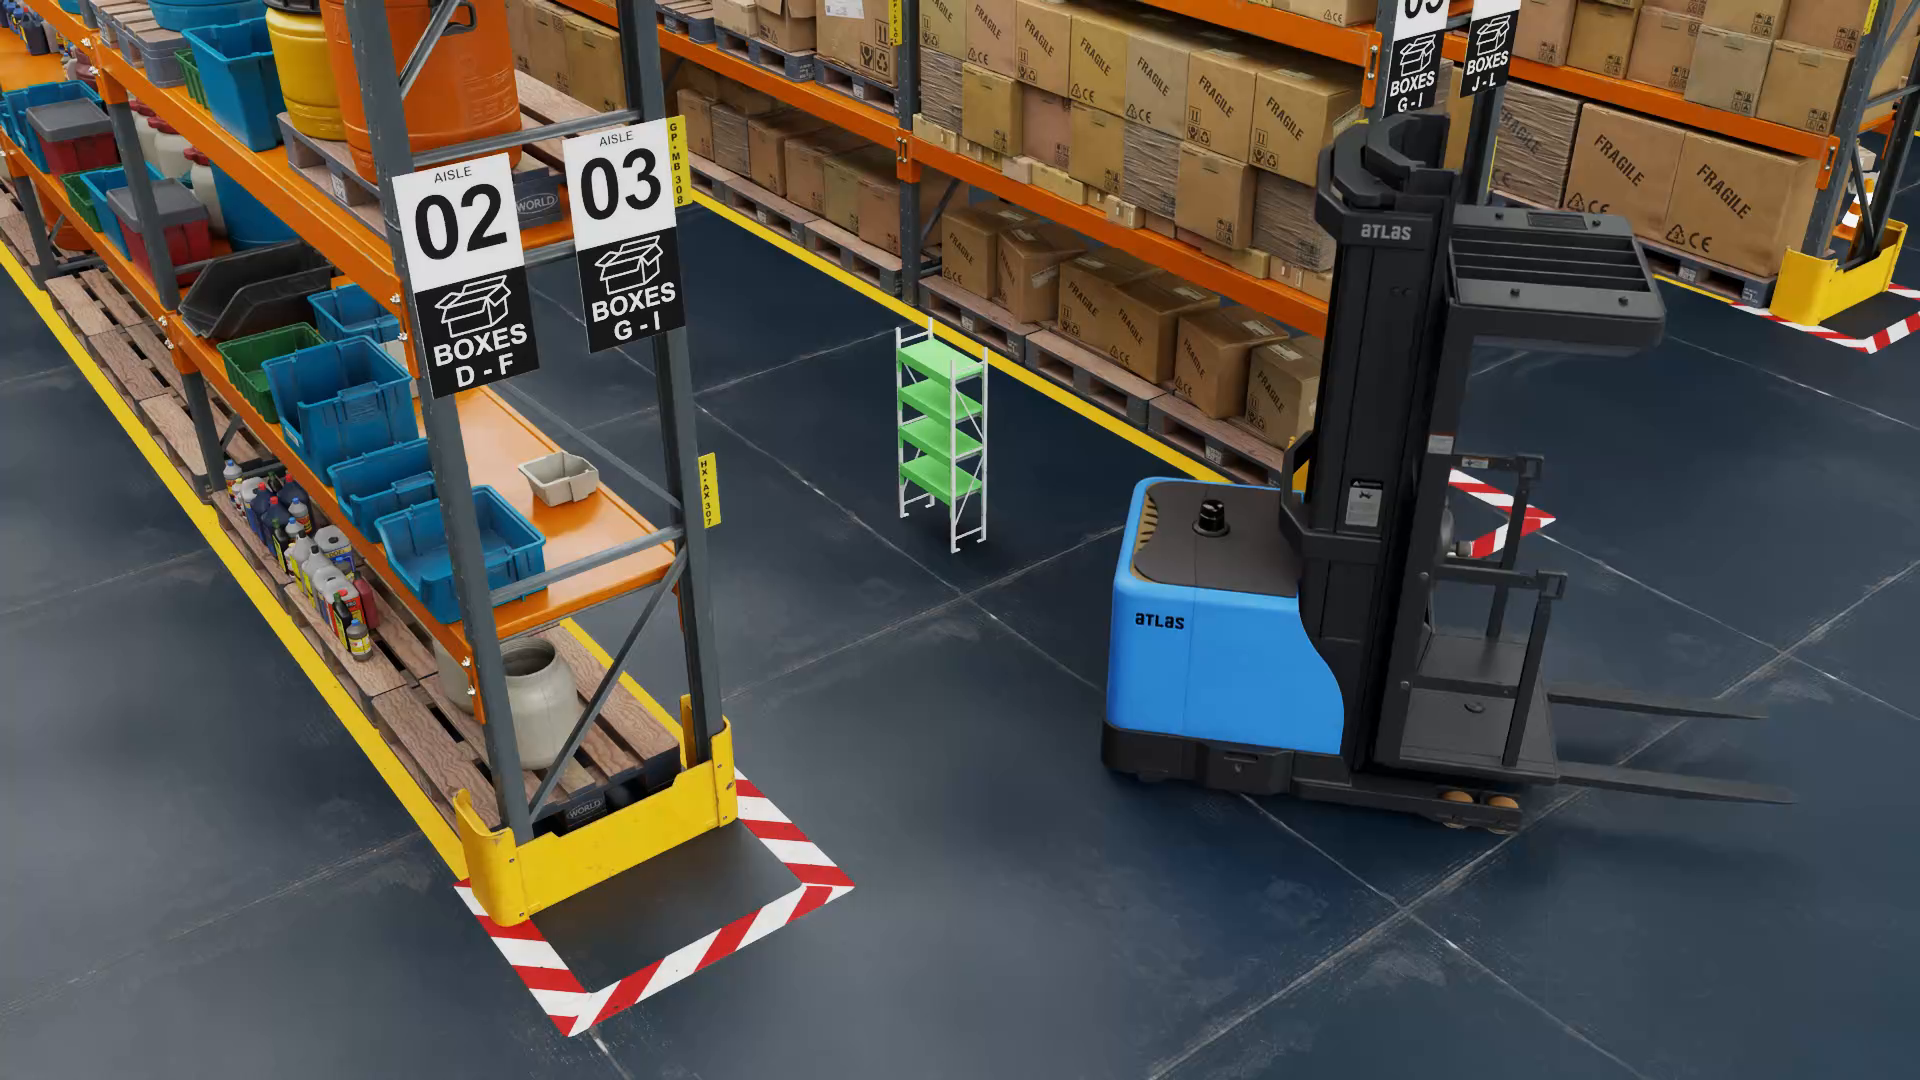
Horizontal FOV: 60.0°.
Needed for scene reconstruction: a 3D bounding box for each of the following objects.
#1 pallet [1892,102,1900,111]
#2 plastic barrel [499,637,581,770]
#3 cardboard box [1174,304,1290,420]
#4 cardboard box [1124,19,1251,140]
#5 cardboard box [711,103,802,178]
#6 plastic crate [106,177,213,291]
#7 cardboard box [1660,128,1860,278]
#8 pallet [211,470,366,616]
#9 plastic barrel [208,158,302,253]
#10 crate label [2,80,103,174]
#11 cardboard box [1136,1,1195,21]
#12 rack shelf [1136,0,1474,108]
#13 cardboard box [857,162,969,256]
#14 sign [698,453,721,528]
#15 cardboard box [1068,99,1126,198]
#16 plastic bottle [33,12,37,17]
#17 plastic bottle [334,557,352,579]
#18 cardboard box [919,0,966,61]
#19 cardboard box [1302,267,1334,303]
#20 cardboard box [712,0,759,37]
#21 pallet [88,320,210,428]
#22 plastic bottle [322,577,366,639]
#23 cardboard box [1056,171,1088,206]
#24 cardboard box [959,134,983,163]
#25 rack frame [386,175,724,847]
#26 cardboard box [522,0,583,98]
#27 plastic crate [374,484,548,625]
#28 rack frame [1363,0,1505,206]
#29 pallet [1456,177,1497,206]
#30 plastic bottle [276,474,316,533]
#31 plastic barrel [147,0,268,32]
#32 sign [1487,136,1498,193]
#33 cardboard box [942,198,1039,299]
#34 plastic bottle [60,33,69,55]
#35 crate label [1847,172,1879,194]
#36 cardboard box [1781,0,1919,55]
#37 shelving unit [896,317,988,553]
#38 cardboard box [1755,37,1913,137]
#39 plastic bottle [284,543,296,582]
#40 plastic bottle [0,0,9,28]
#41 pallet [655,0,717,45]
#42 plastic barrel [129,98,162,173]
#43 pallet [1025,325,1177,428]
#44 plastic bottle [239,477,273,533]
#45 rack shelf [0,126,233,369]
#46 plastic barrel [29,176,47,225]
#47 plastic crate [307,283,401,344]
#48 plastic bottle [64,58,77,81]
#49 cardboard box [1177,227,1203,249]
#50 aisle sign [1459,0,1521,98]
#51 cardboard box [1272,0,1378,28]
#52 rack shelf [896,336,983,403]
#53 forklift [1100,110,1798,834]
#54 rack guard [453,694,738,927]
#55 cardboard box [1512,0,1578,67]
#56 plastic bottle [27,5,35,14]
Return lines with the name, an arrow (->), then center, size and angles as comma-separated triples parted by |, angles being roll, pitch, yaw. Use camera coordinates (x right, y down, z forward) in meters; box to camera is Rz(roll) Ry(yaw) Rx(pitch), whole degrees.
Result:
pallet -> 9.024, -4.414, 16.384 | 1.003, 0.211, 1.213 | -22, 38, -31
plastic barrel -> -1.920, 0.729, 7.420 | 0.421, 0.512, 0.421 | 0, 32, 0
cardboard box -> 1.694, -1.123, 10.413 | 0.500, 0.500, 0.500 | -12, 34, -19
cardboard box -> 1.309, -2.661, 9.594 | 0.500, 0.500, 0.500 | -22, 38, -31
cardboard box -> -1.672, -3.462, 14.160 | 0.700, 0.500, 0.500 | -26, 40, -35
plastic crate -> -4.447, -1.697, 9.306 | 0.402, 0.464, 0.583 | -22, 38, -31
cardboard box -> 5.969, -2.602, 12.440 | 0.875, 0.875, 0.875 | -22, 38, -31
pallet -> -3.530, -0.089, 9.421 | 1.003, 0.211, 1.213 | -22, 38, -31
plastic barrel -> -3.906, -2.039, 9.442 | 0.600, 0.901, 0.708 | -22, 38, -31
crate label -> -5.966, -2.748, 11.024 | 0.502, 0.435, 0.616 | -22, 38, -31
cardboard box -> 1.415, -3.039, 10.202 | 0.500, 0.500, 0.500 | -22, 38, -31
rack shelf -> 1.230, -3.305, 9.794 | 1.077, 0.370, 4.000 | -22, 38, -31
cardboard box -> -0.356, -2.558, 12.704 | 0.700, 0.500, 0.500 | -26, 40, -35
sign -> -1.018, -0.194, 6.684 | 0.100, 0.325, 0.005 | -22, 38, -31
cardboard box -> 1.170, -2.514, 10.304 | 0.875, 0.500, 0.500 | -22, 38, -31
plastic bottle -> -7.433, -4.157, 13.449 | 0.097, 0.271, 0.097 | 0, 32, 0
plastic bottle -> -3.182, 0.181, 8.577 | 0.097, 0.201, 0.097 | 0, 32, 0
cardboard box -> 0.079, -3.494, 10.934 | 0.500, 0.500, 0.500 | -22, 38, -31
cardboard box -> 2.119, -1.448, 9.203 | 0.380, 0.149, 0.250 | -22, 38, -31
cardboard box -> -1.603, -4.179, 13.106 | 0.500, 0.250, 0.500 | -23, 39, -33
pallet -> -5.173, -1.206, 11.219 | 1.003, 0.211, 1.213 | -22, 38, -31
plastic bottle -> -3.061, 0.332, 8.263 | 0.152, 0.276, 0.135 | -22, 38, -31
cardboard box -> 0.829, -2.255, 10.503 | 0.380, 0.149, 0.250 | -22, 38, -31
cardboard box -> 0.216, -2.672, 11.175 | 0.380, 0.149, 0.250 | -22, 38, -31
rack frame -> -1.456, 0.100, 6.473 | 1.000, 3.000, 0.127 | -22, 38, -31
cardboard box -> -3.396, -4.781, 15.947 | 1.225, 0.875, 0.875 | -22, 38, -31
plastic crate -> -1.999, 0.051, 6.692 | 0.499, 0.251, 0.616 | -22, 38, -31
rack frame -> 2.457, -1.503, 9.053 | 1.000, 3.000, 0.127 | -22, 38, -31
pallet -> 4.388, -3.206, 14.438 | 1.003, 0.211, 1.213 | -22, 38, -31
plastic bottle -> -3.627, -0.205, 9.057 | 0.144, 0.351, 0.185 | -22, 38, -31
plastic barrel -> -3.383, -2.783, 7.399 | 0.600, 0.901, 0.708 | -22, 38, -31
sign -> 2.885, -2.046, 9.108 | 0.100, 0.325, 0.005 | -22, 38, -31
cardboard box -> 0.218, -2.107, 11.997 | 0.500, 0.500, 0.500 | -24, 39, -33
plastic bottle -> -6.988, -3.907, 13.046 | 0.097, 0.271, 0.097 | 0, 32, 0
crate label -> 7.803, -3.061, 14.276 | 0.298, 0.136, 0.250 | 12, 34, 19
cardboard box -> 6.240, -3.755, 11.514 | 0.875, 0.550, 0.550 | -22, 38, -31
shelving unit -> -0.101, -0.579, 9.271 | 0.258, 1.200, 0.503 | -22, 38, -31
cardboard box -> 6.173, -3.269, 11.755 | 0.875, 0.550, 0.550 | -22, 38, -31
plastic bottle -> -3.470, 0.109, 8.693 | 0.097, 0.201, 0.097 | 0, 32, 0
plastic bottle -> -7.993, -4.480, 13.893 | 0.144, 0.351, 0.185 | -22, 38, -31
pallet -> -1.928, -4.493, 14.049 | 1.213, 0.211, 1.003 | -22, 38, -31
plastic barrel -> -5.037, -2.581, 10.660 | 0.433, 0.535, 0.433 | 0, 32, 0
pallet -> 1.196, -1.208, 11.222 | 1.003, 0.211, 1.213 | -22, 38, -31
plastic bottle -> -3.839, -0.197, 9.115 | 0.152, 0.276, 0.135 | -21, 37, -30
rack shelf -> -5.135, -2.095, 10.689 | 1.077, 0.370, 4.000 | -22, 38, -31
plastic barrel -> -7.092, -2.761, 13.039 | 0.421, 0.512, 0.421 | 0, 32, 0
plastic crate -> -3.015, -1.131, 8.595 | 0.499, 0.251, 0.616 | -22, 38, -31
plastic bottle -> -6.491, -3.417, 12.254 | 0.152, 0.276, 0.135 | -22, 38, -31
cardboard box -> 1.511, -1.867, 9.877 | 0.380, 0.149, 0.250 | -22, 38, -31
aisle sign -> 2.732, -2.678, 8.482 | 0.394, 0.787, 0.004 | -22, 38, -31
cardboard box -> 1.961, -2.832, 8.493 | 0.500, 0.250, 0.500 | -21, 38, -30
rack shelf -> -0.101, -0.932, 9.052 | 0.258, 0.148, 0.480 | -22, 38, -31
forklift -> 2.222, -0.247, 7.096 | 3.031, 2.935, 1.130 | 6, 32, 10
rack guard -> -1.539, 1.145, 7.159 | 1.175, 0.500, 0.348 | -22, 38, -31
cardboard box -> 4.813, -4.161, 13.191 | 0.875, 0.550, 0.550 | -22, 38, -31
plastic bottle -> -7.559, -4.274, 13.633 | 0.152, 0.276, 0.135 | -22, 38, -31
